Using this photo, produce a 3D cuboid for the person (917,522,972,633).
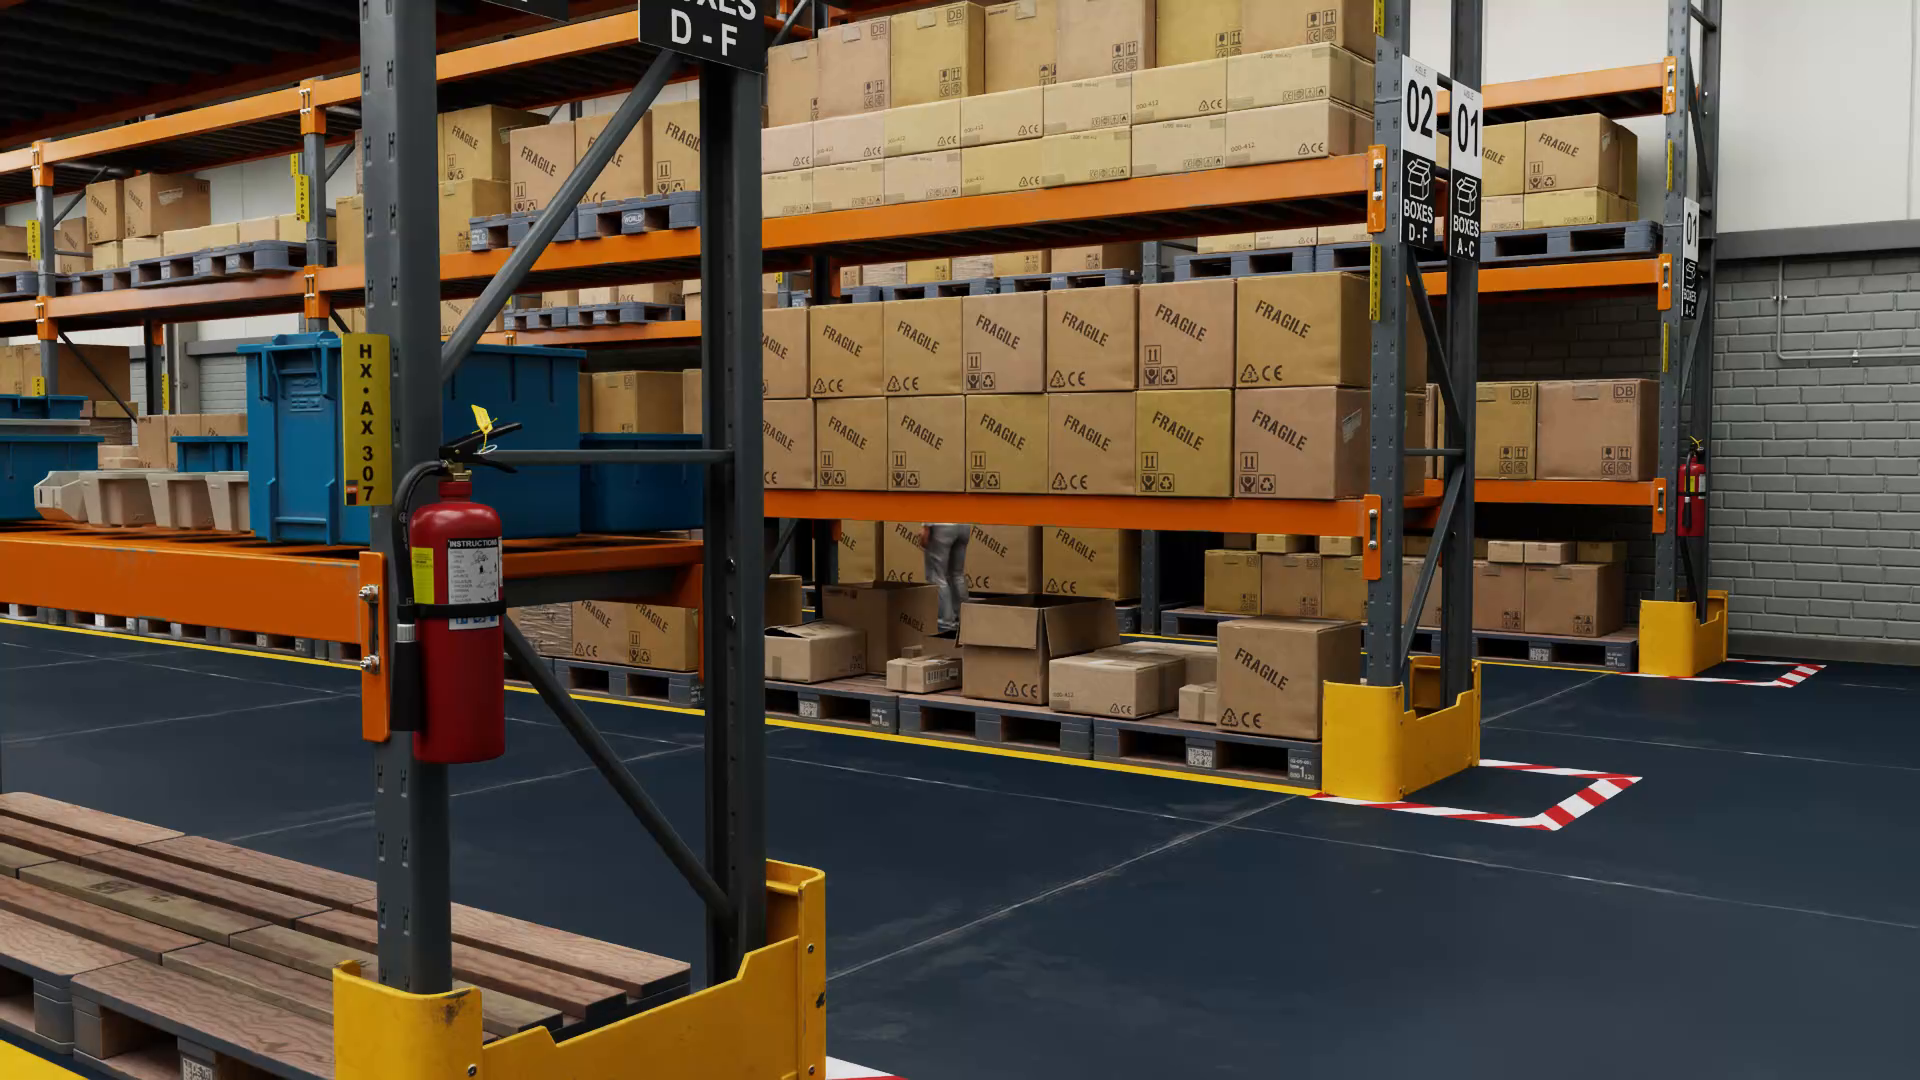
[{"bbox_3d":[-0.119,-0.097,13.521,0.358,1.765,0.533,3,4,39],"label":"person"}]
